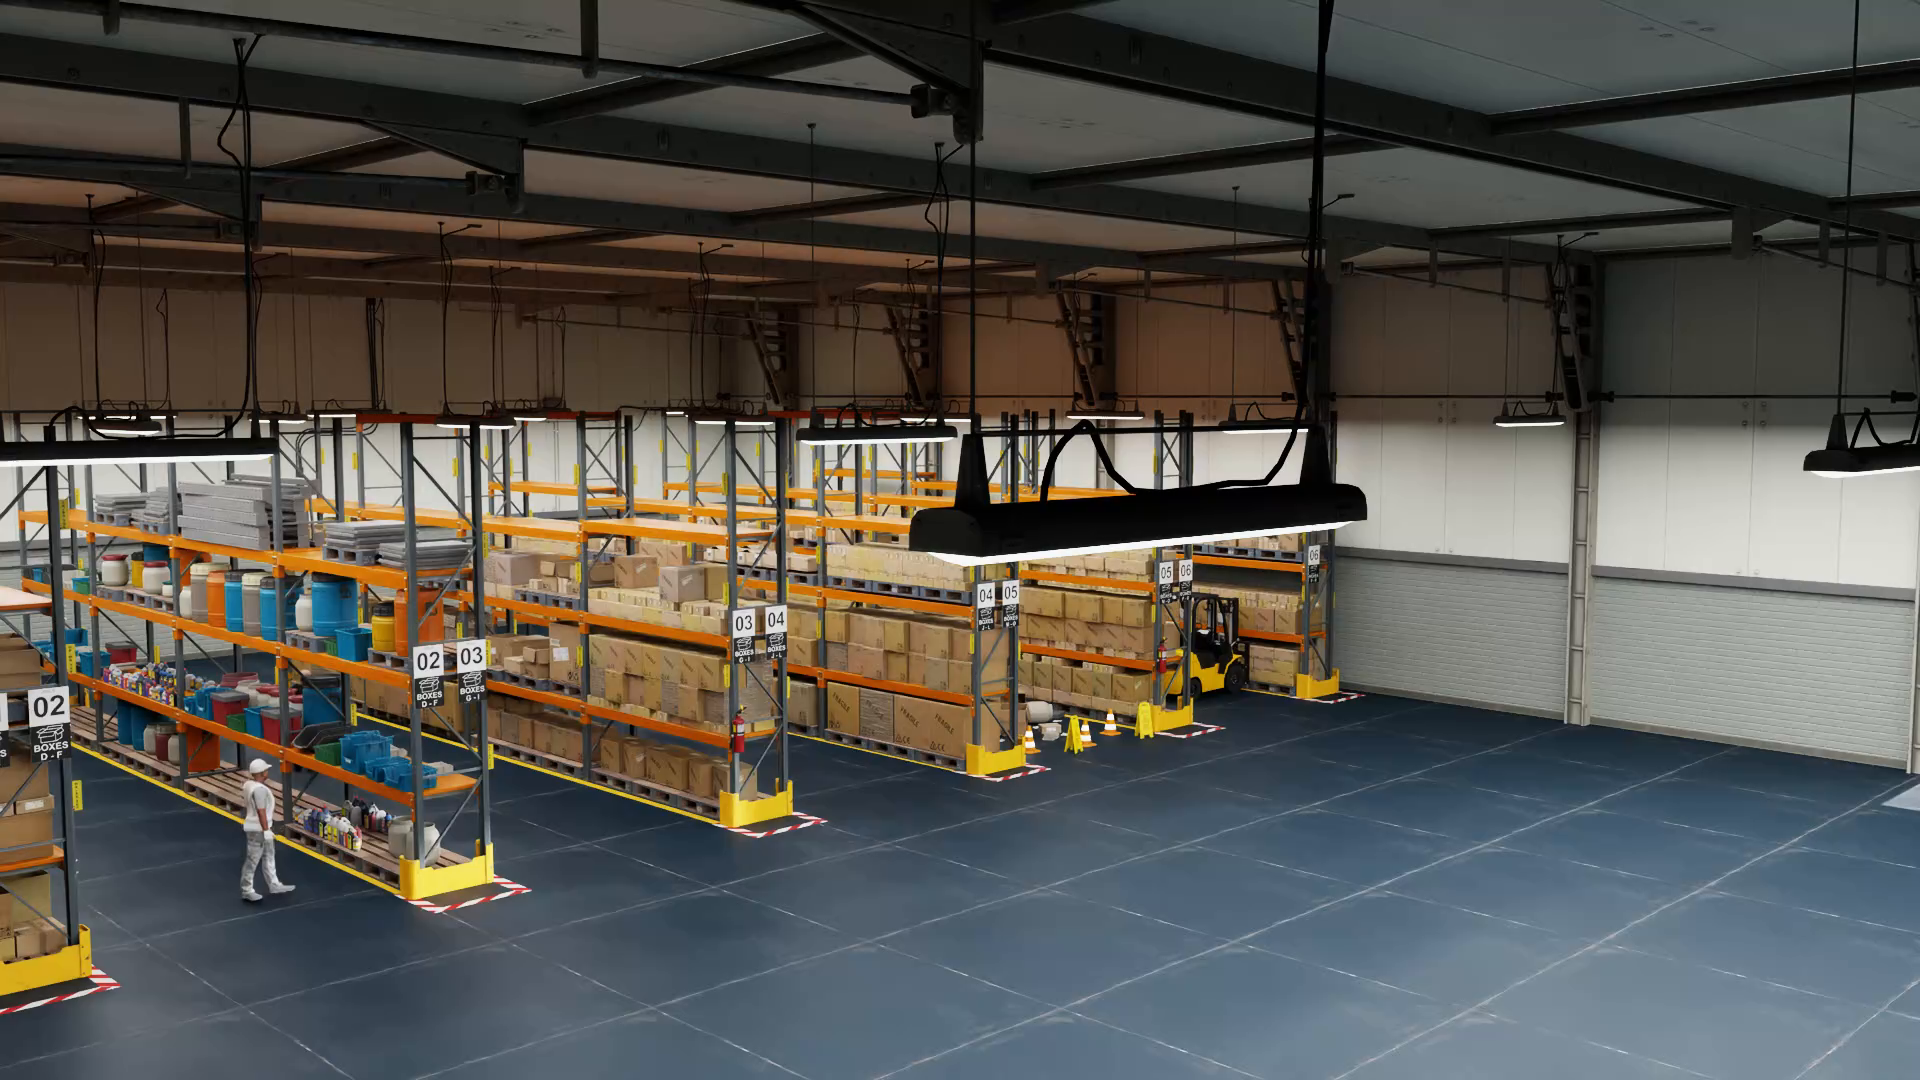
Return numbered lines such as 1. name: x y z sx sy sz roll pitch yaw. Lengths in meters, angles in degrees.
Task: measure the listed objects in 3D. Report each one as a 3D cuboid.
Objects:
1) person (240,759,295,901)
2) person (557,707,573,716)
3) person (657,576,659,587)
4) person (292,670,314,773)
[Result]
1. person: -8.746 3.631 20.916 0.621 1.780 0.604 -1 5 -16
2. person: -7.406 2.802 31.413 0.666 1.652 0.972 -5 7 -44
3. person: -7.906 1.694 44.242 0.511 1.605 0.905 2 5 19
4. person: -11.043 3.059 28.049 0.564 1.750 0.500 0 5 2
